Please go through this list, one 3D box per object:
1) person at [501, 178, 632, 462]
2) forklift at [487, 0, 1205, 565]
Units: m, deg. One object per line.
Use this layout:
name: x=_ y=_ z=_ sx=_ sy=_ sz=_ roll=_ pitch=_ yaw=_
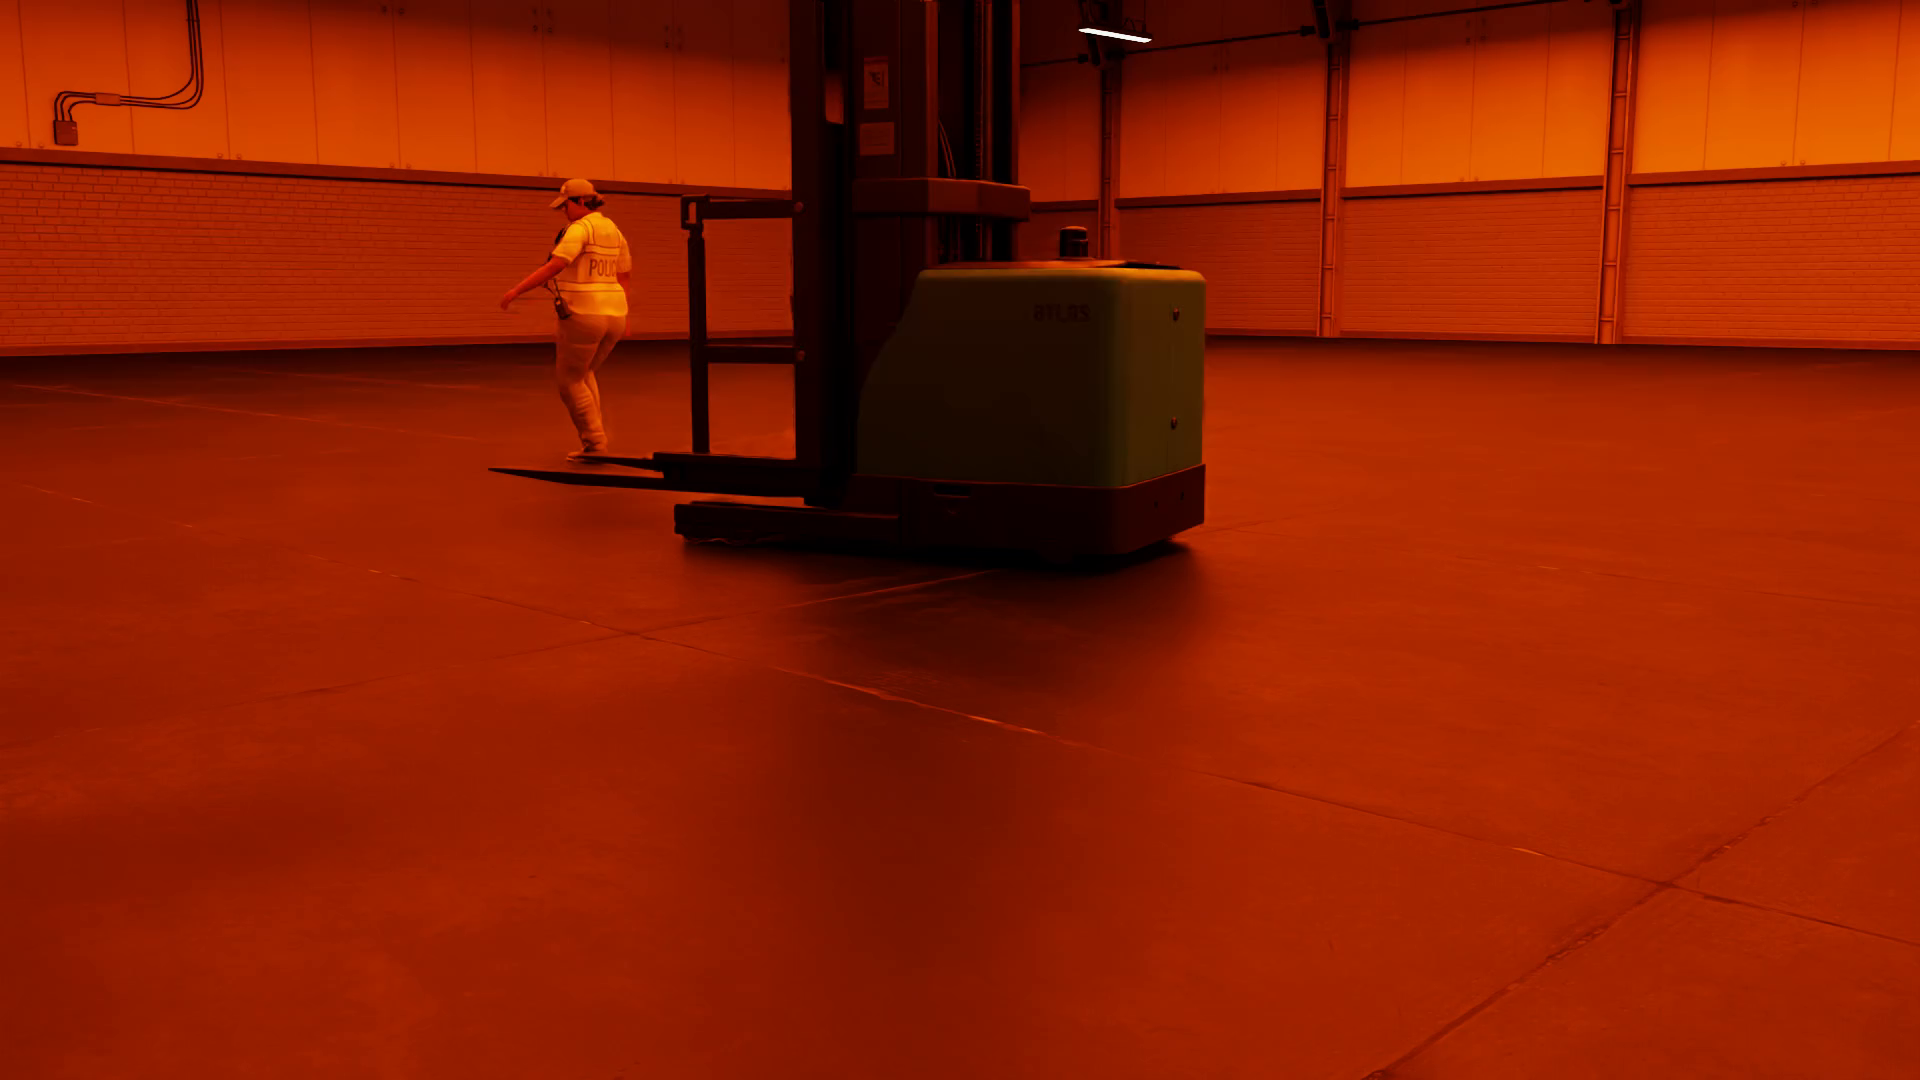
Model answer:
person: x=-2.220 y=-1.255 z=9.756 sx=0.516 sy=1.693 sz=0.880 roll=5 pitch=10 yaw=28
forklift: x=-0.572 y=-1.488 z=6.754 sx=3.031 sy=2.935 sz=1.130 roll=4 pitch=10 yaw=26
